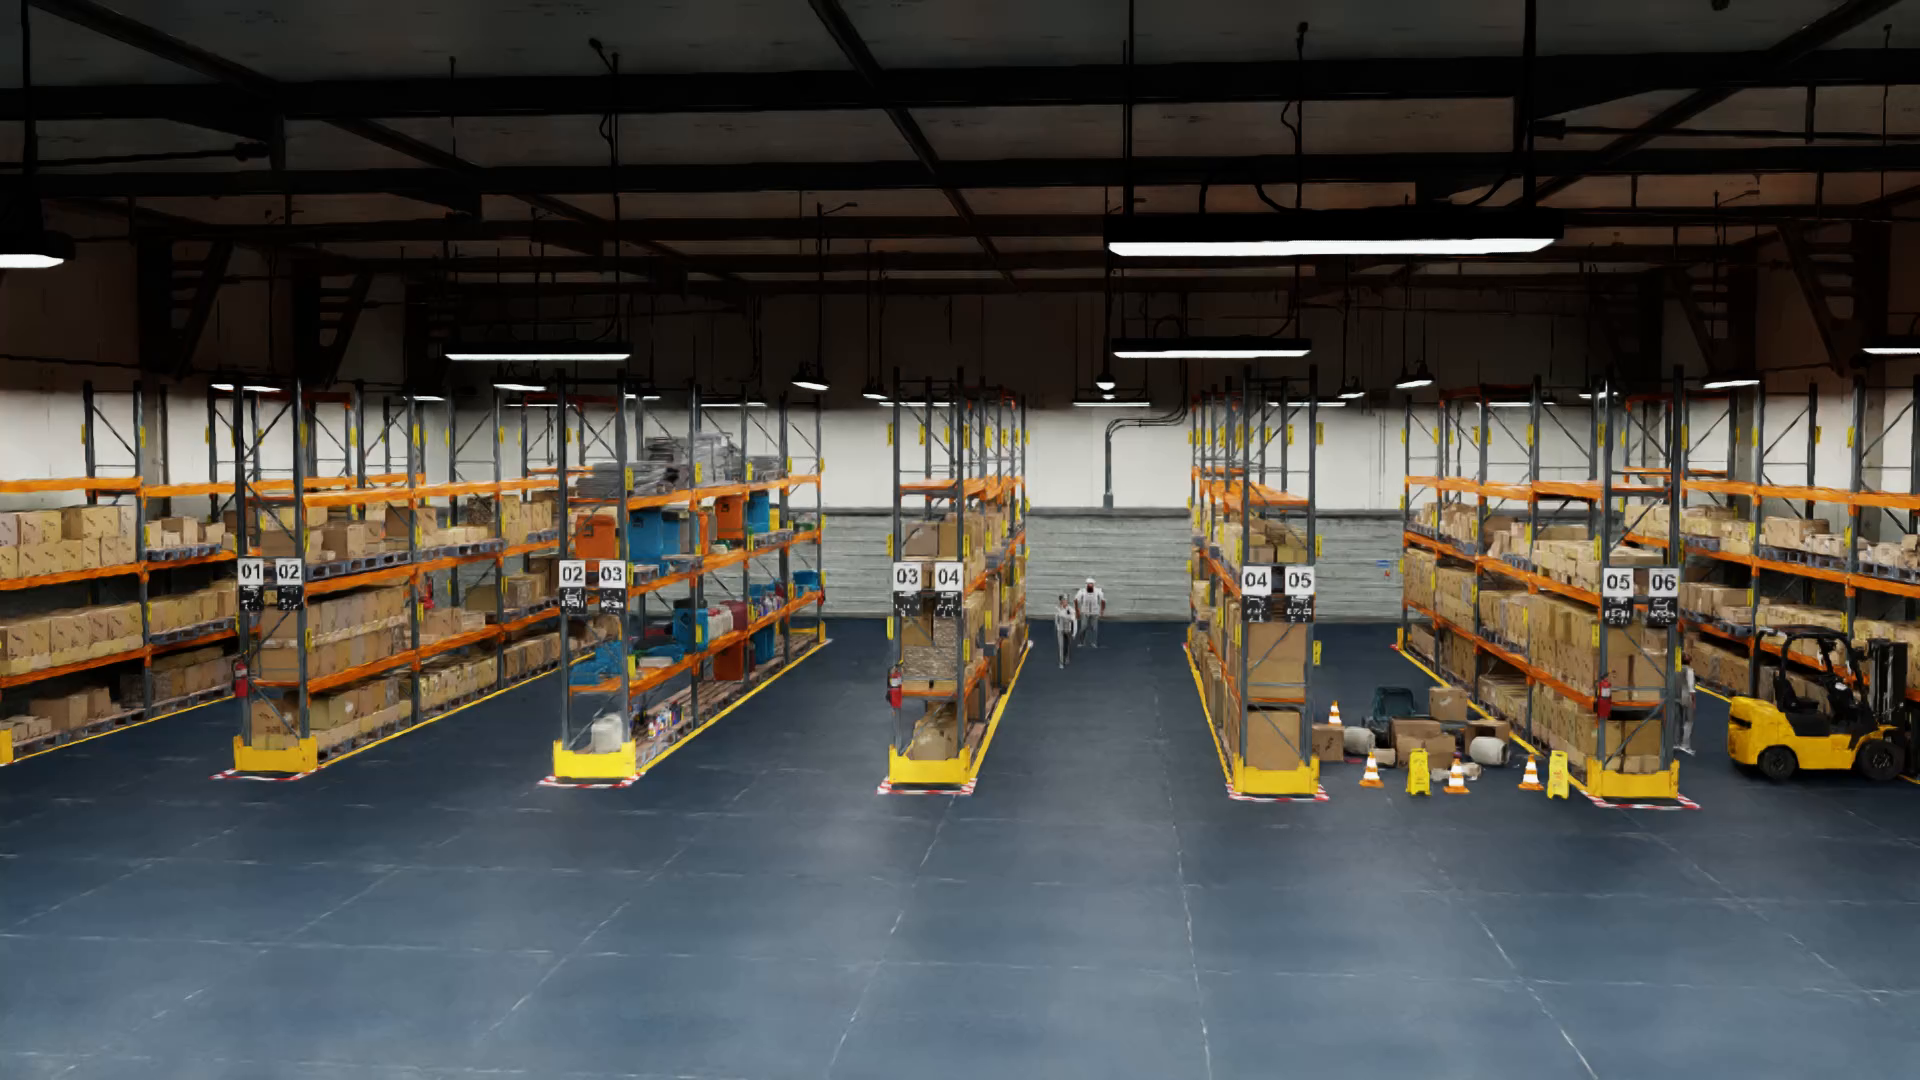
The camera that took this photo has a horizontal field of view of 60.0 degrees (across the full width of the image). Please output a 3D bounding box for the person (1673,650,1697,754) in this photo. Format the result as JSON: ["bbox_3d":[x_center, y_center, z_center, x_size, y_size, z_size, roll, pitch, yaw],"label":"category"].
[{"bbox_3d":[11.527,2.575,26.459,0.339,1.641,0.477,-1,4,-22],"label":"person"}]

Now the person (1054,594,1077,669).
[{"bbox_3d":[2.282,1.953,35.894,0.497,1.622,0.997,0,4,4],"label":"person"}]

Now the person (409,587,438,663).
[{"bbox_3d":[-11.852,1.876,36.813,0.556,1.669,1.030,0,4,4],"label":"person"}]

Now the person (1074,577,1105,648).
[{"bbox_3d":[3.057,1.718,39.213,0.719,1.714,0.578,0,4,3],"label":"person"}]
